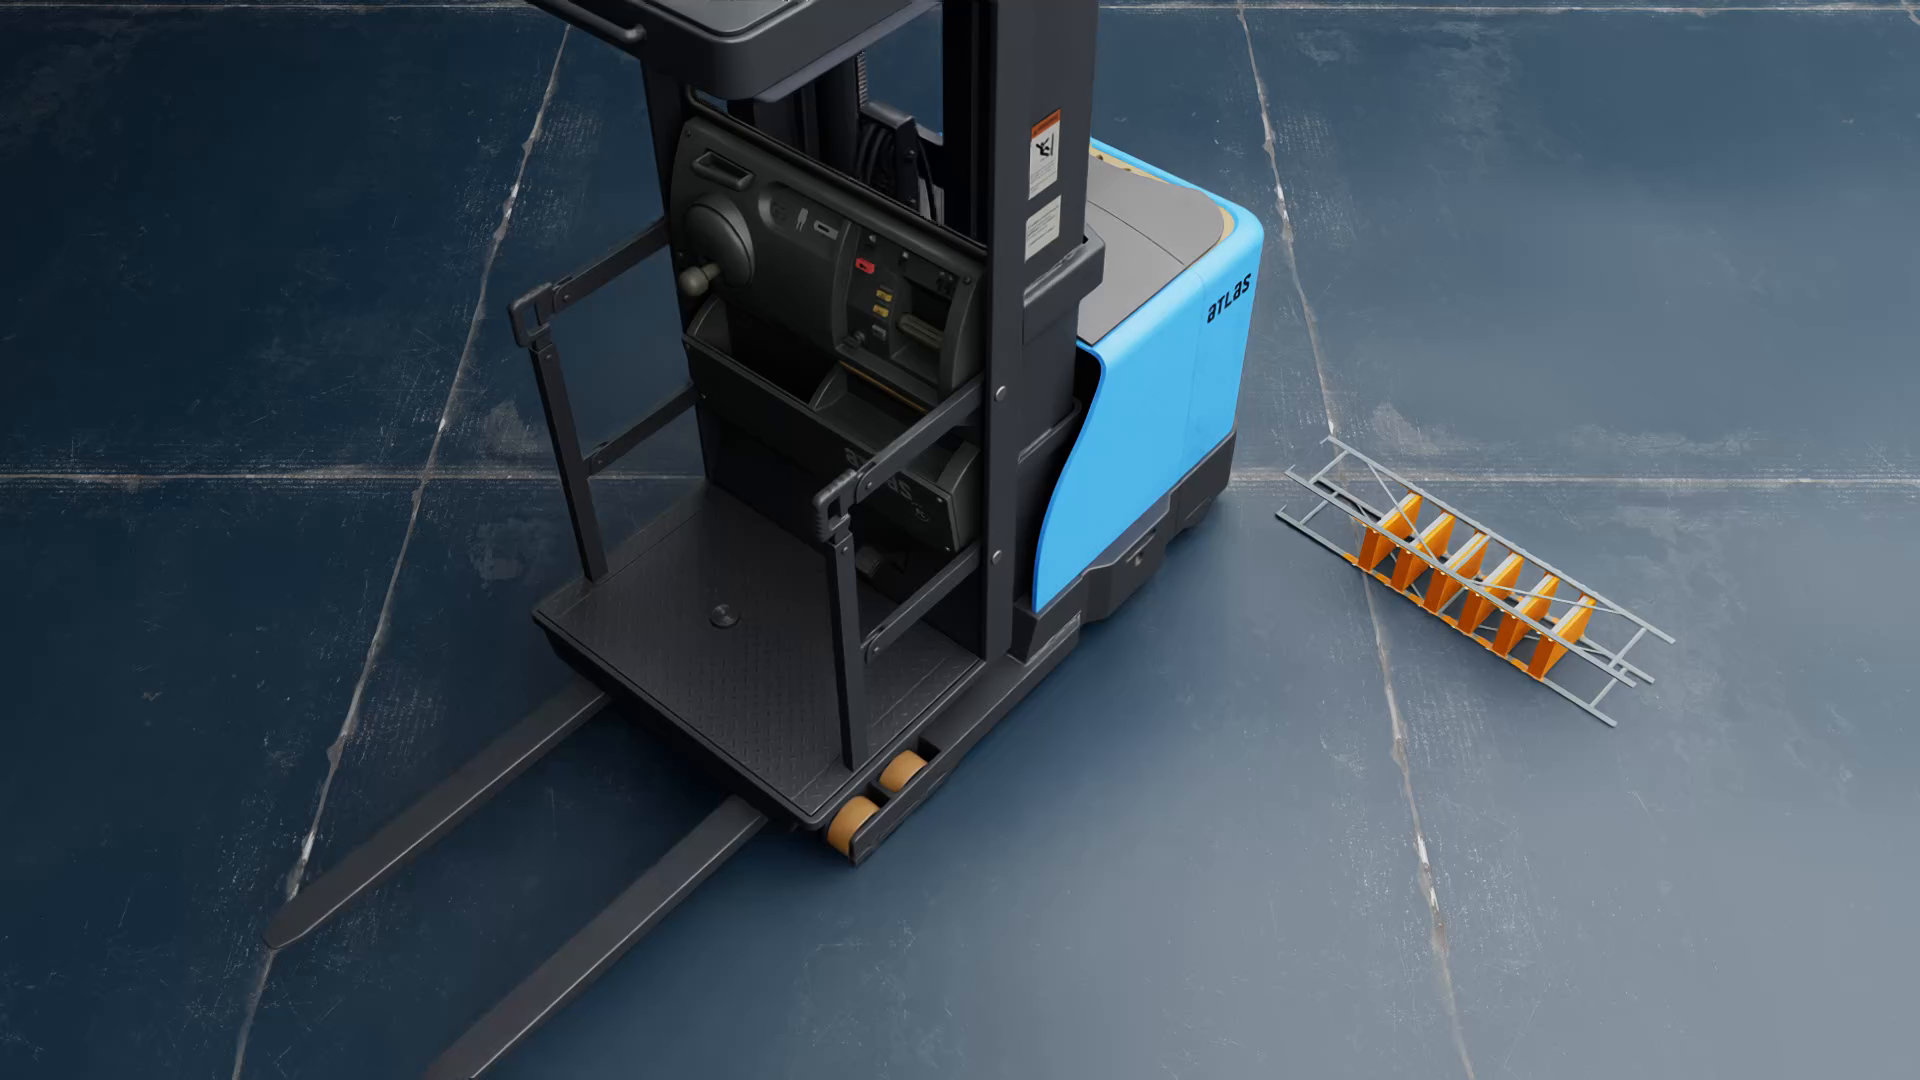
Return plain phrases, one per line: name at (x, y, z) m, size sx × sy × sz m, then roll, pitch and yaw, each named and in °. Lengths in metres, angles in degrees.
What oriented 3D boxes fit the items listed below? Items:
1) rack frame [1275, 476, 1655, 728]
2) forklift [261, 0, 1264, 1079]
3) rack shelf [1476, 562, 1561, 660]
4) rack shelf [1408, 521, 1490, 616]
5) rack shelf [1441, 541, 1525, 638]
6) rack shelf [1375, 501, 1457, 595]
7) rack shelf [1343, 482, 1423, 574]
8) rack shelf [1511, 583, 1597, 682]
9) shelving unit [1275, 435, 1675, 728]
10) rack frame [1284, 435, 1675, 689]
rack frame at (1.521, 0.163, 5.089) m, size 1.200 × 0.006 × 0.240 m, roll 36°, pitch 56°, yaw 28°
forklift at (-0.472, -0.570, 3.778) m, size 1.130 × 2.935 × 3.031 m, roll 32°, pitch 55°, yaw 26°
rack shelf at (1.661, 0.202, 4.930) m, size 0.103 × 0.180 × 0.258 m, roll 36°, pitch 56°, yaw 28°
rack shelf at (1.489, 0.078, 5.043) m, size 0.103 × 0.180 × 0.258 m, roll 36°, pitch 56°, yaw 28°
rack shelf at (1.575, 0.140, 4.986) m, size 0.103 × 0.180 × 0.258 m, roll 36°, pitch 56°, yaw 28°
rack shelf at (1.403, 0.016, 5.099) m, size 0.103 × 0.180 × 0.258 m, roll 36°, pitch 56°, yaw 28°
rack shelf at (1.318, -0.045, 5.156) m, size 0.103 × 0.180 × 0.258 m, roll 36°, pitch 56°, yaw 28°
rack shelf at (1.747, 0.264, 4.873) m, size 0.103 × 0.180 × 0.258 m, roll 36°, pitch 56°, yaw 28°
shelving unit at (1.521, 0.101, 5.022) m, size 1.200 × 0.189 × 0.258 m, roll 36°, pitch 56°, yaw 28°
rack frame at (1.521, 0.039, 4.955) m, size 1.200 × 0.006 × 0.240 m, roll 36°, pitch 56°, yaw 28°
